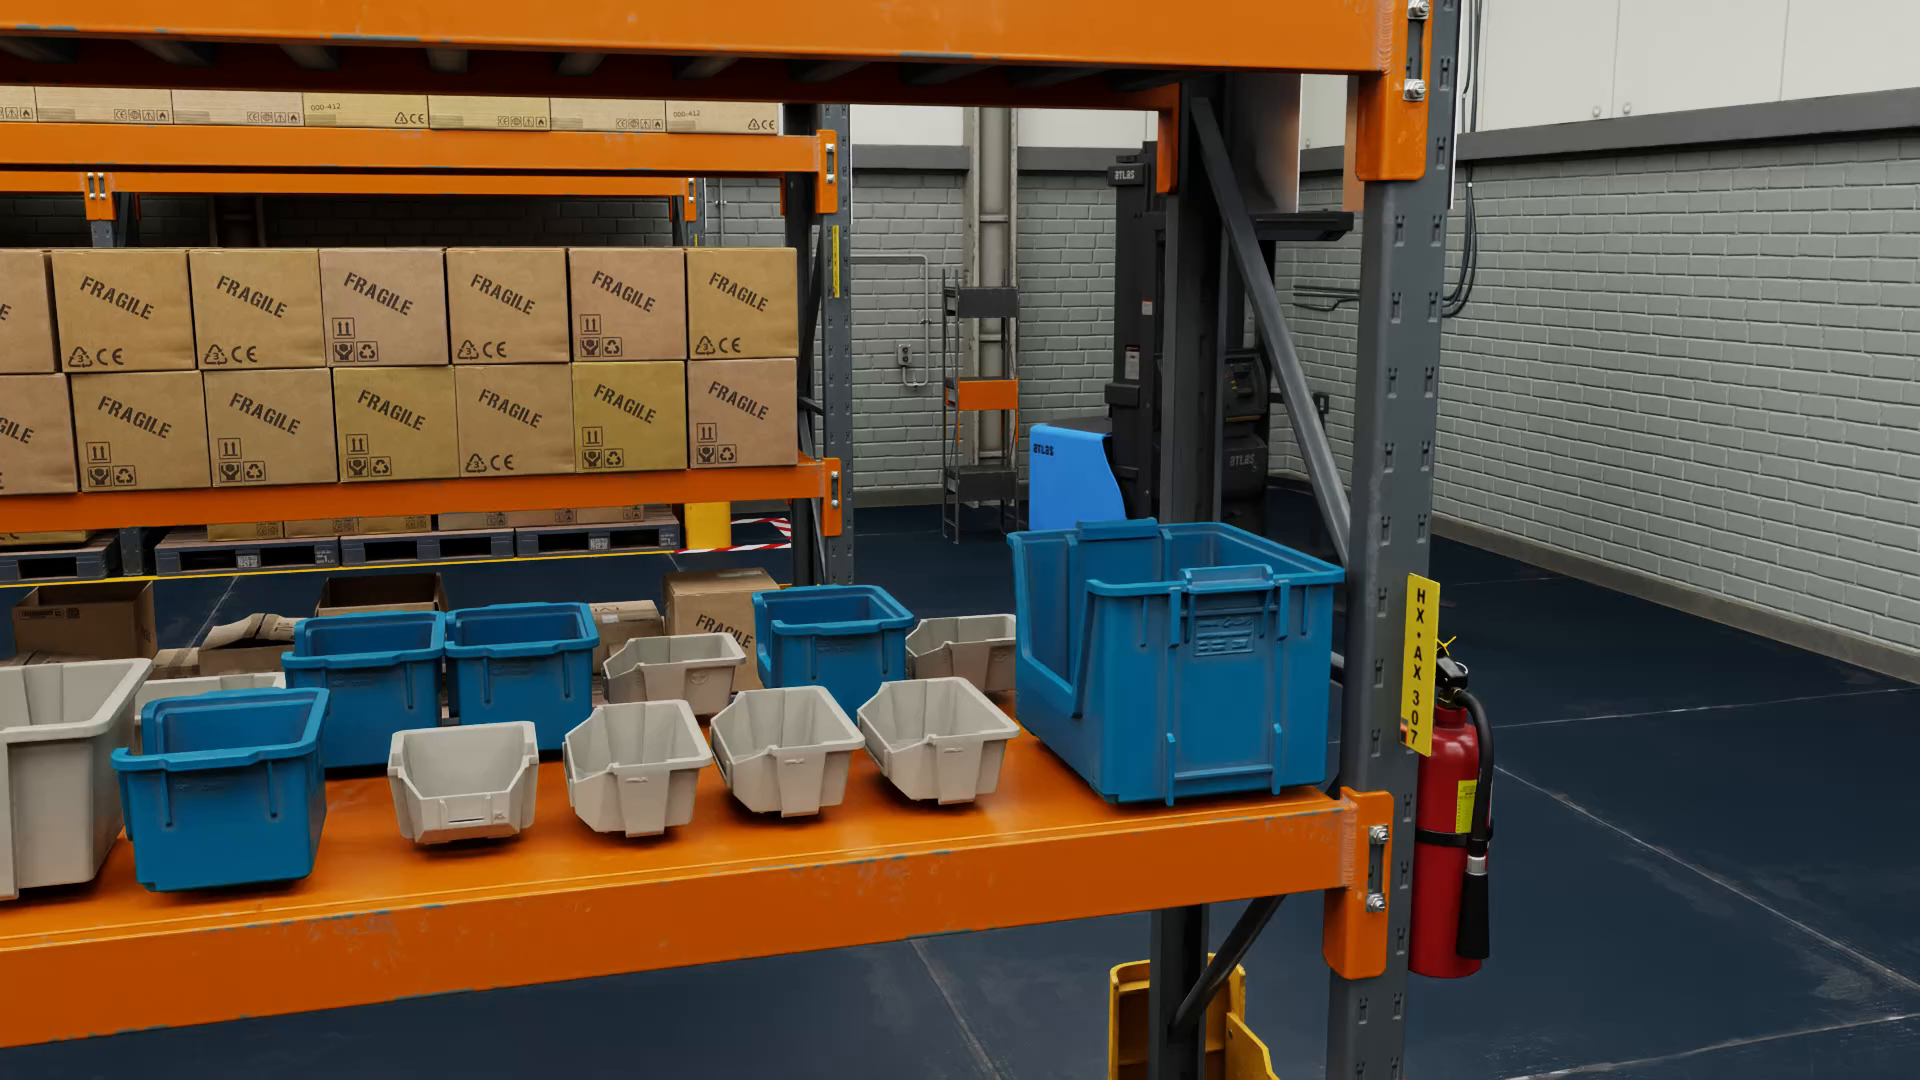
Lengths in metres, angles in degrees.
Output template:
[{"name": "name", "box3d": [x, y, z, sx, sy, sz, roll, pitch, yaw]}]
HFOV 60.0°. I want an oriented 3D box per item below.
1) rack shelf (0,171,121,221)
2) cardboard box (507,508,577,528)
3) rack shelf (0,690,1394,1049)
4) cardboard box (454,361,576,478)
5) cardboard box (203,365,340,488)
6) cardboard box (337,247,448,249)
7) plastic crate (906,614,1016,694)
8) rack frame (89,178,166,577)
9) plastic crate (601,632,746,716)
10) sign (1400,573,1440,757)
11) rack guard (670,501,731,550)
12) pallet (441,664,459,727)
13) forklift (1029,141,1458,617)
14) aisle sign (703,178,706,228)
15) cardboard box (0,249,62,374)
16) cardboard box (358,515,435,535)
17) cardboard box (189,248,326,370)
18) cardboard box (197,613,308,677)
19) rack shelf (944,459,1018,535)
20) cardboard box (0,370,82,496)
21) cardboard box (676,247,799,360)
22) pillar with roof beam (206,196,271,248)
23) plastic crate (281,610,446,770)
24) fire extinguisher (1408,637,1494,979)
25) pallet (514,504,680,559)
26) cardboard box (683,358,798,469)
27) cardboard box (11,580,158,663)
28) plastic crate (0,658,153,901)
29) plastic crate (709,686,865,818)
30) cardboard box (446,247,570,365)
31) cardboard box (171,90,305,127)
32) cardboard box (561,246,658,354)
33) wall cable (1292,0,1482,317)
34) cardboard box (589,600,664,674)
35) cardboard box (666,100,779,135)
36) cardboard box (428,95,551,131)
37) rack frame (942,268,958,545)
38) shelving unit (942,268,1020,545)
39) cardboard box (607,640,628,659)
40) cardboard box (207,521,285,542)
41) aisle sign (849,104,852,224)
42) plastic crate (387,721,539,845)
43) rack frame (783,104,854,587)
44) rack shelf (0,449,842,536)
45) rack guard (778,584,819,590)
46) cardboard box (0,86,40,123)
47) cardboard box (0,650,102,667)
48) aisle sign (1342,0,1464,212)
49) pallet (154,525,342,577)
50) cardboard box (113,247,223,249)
[{"name": "rack shelf", "box3d": [-7.853, -2.325, 11.093, 4.000, 0.370, 1.077, -3, 11, -16]}, {"name": "cardboard box", "box3d": [-3.216, -0.406, 12.713, 0.500, 0.500, 0.700, -3, 11, -16]}, {"name": "rack shelf", "box3d": [-1.243, 0.670, 3.109, 4.000, 0.370, 1.077, -3, 11, -16]}, {"name": "cardboard box", "box3d": [-2.035, -0.574, 7.605, 0.500, 0.500, 0.500, -3, 11, -15]}, {"name": "cardboard box", "box3d": [-3.007, -0.523, 7.326, 0.500, 0.500, 0.500, -3, 11, -16]}, {"name": "cardboard box", "box3d": [-2.672, -1.132, 7.875, 0.500, 0.500, 0.500, -3, 11, -16]}, {"name": "plastic crate", "box3d": [0.017, 0.272, 3.845, 0.298, 0.136, 0.250, -3, 11, -16]}, {"name": "rack frame", "box3d": [-5.932, -1.305, 11.849, 0.127, 3.000, 1.000, -3, 11, -16]}, {"name": "plastic crate", "box3d": [-0.634, 0.307, 3.659, 0.298, 0.136, 0.250, -3, 11, -16]}, {"name": "sign", "box3d": [0.847, 0.230, 3.064, 0.005, 0.325, 0.100, -3, 11, -16]}, {"name": "rack guard", "box3d": [-2.069, -0.279, 13.182, 0.348, 0.500, 1.175, -3, 11, -16]}, {"name": "pallet", "box3d": [-2.711, 0.831, 7.952, 1.213, 0.211, 1.003, -3, 11, -16]}, {"name": "forklift", "box3d": [1.748, -1.023, 10.509, 1.130, 2.935, 3.031, -8, 13, -36]}, {"name": "aisle sign", "box3d": [-1.939, -2.737, 12.450, 0.004, 0.787, 0.394, -3, 11, -16]}, {"name": "cardboard box", "box3d": [-4.013, -0.960, 6.937, 0.500, 0.500, 0.500, -3, 11, -14]}, {"name": "cardboard box", "box3d": [-4.209, -0.352, 12.420, 0.500, 0.500, 0.700, -3, 11, -15]}, {"name": "cardboard box", "box3d": [-3.024, -1.012, 7.220, 0.500, 0.500, 0.500, -3, 11, -18]}, {"name": "cardboard box", "box3d": [-3.356, 0.546, 8.007, 0.500, 0.311, 0.500, -3, 11, -16]}, {"name": "rack shelf", "box3d": [0.159, -0.339, 13.031, 0.480, 0.518, 0.431, -3, 11, -16]}, {"name": "cardboard box", "box3d": [-3.979, -0.471, 7.046, 0.500, 0.500, 0.500, -3, 11, -14]}, {"name": "cardboard box", "box3d": [-1.054, -1.117, 7.791, 0.500, 0.500, 0.500, -3, 11, -16]}, {"name": "pillar with roof beam", "box3d": [-4.299, -3.693, 8.250, 0.400, 9.000, 9.100, -3, 11, -16]}, {"name": "plastic crate", "box3d": [-1.204, 0.305, 3.402, 0.300, 0.233, 0.416, -3, 11, -16]}, {"name": "fire extinguisher", "box3d": [0.949, 0.508, 3.247, 0.183, 0.674, 0.296, -3, 11, -16]}, {"name": "pallet", "box3d": [-2.838, -0.082, 12.908, 1.213, 0.211, 1.003, -3, 11, -16]}, {"name": "cardboard box", "box3d": [-1.058, -0.625, 7.883, 0.500, 0.500, 0.500, -3, 11, -14]}, {"name": "cardboard box", "box3d": [-4.076, 0.491, 7.784, 0.500, 0.500, 0.500, -3, 11, -16]}, {"name": "plastic crate", "box3d": [-1.646, 0.401, 2.745, 0.530, 0.282, 0.437, -3, 11, -16]}, {"name": "plastic crate", "box3d": [-0.337, 0.400, 3.151, 0.243, 0.136, 0.396, -3, 11, -16]}, {"name": "cardboard box", "box3d": [-2.035, -1.064, 7.504, 0.500, 0.500, 0.500, -3, 11, -14]}, {"name": "cardboard box", "box3d": [-3.046, -1.877, 7.084, 0.500, 0.250, 0.500, -3, 11, -16]}, {"name": "cardboard box", "box3d": [-1.703, -1.183, 8.149, 0.500, 0.500, 0.500, -3, 11, -15]}, {"name": "wall cable", "box3d": [3.439, -3.155, 13.904, 0.112, 2.526, 3.097, -3, 11, -16]}, {"name": "cardboard box", "box3d": [-1.785, 0.493, 8.462, 0.500, 0.250, 0.500, -3, 11, -16]}, {"name": "cardboard box", "box3d": [-1.123, -1.976, 7.624, 0.500, 0.250, 0.500, -3, 11, -16]}, {"name": "cardboard box", "box3d": [-2.083, -1.925, 7.347, 0.500, 0.250, 0.500, -3, 11, -16]}, {"name": "rack frame", "box3d": [-0.075, -1.029, 12.835, 0.015, 2.100, 0.400, -3, 11, -16]}, {"name": "shelving unit", "box3d": [0.159, -1.041, 12.902, 0.503, 2.100, 0.431, -3, 11, -16]}, {"name": "cardboard box", "box3d": [-1.571, 0.606, 8.081, 0.250, 0.166, 0.380, -3, 11, -16]}, {"name": "cardboard box", "box3d": [-5.186, -0.302, 12.146, 0.500, 0.500, 0.700, -3, 11, -15]}, {"name": "aisle sign", "box3d": [-0.552, -1.875, 7.766, 0.004, 0.787, 0.394, -3, 11, -16]}, {"name": "plastic crate", "box3d": [-0.877, 0.437, 2.953, 0.250, 0.136, 0.298, -3, 11, -16]}, {"name": "rack frame", "box3d": [-0.704, -0.646, 8.272, 0.127, 3.000, 1.000, -3, 11, -16]}, {"name": "rack shelf", "box3d": [-2.624, -0.191, 7.788, 4.000, 0.370, 1.077, -3, 11, -16]}, {"name": "rack guard", "box3d": [-0.777, 0.587, 8.478, 0.348, 0.500, 1.175, -3, 11, -16]}, {"name": "cardboard box", "box3d": [-4.008, -1.827, 6.815, 0.500, 0.250, 0.500, -3, 11, -16]}, {"name": "cardboard box", "box3d": [-4.081, 0.678, 7.287, 0.500, 0.311, 0.500, -3, 11, -16]}, {"name": "aisle sign", "box3d": [0.828, -1.016, 3.102, 0.004, 0.787, 0.394, -3, 11, -16]}, {"name": "pallet", "box3d": [-5.180, 0.042, 12.237, 1.213, 0.211, 1.003, -3, 11, -16]}, {"name": "cardboard box", "box3d": [-3.640, -1.082, 7.600, 0.500, 0.500, 0.500, -3, 11, -17]}]
